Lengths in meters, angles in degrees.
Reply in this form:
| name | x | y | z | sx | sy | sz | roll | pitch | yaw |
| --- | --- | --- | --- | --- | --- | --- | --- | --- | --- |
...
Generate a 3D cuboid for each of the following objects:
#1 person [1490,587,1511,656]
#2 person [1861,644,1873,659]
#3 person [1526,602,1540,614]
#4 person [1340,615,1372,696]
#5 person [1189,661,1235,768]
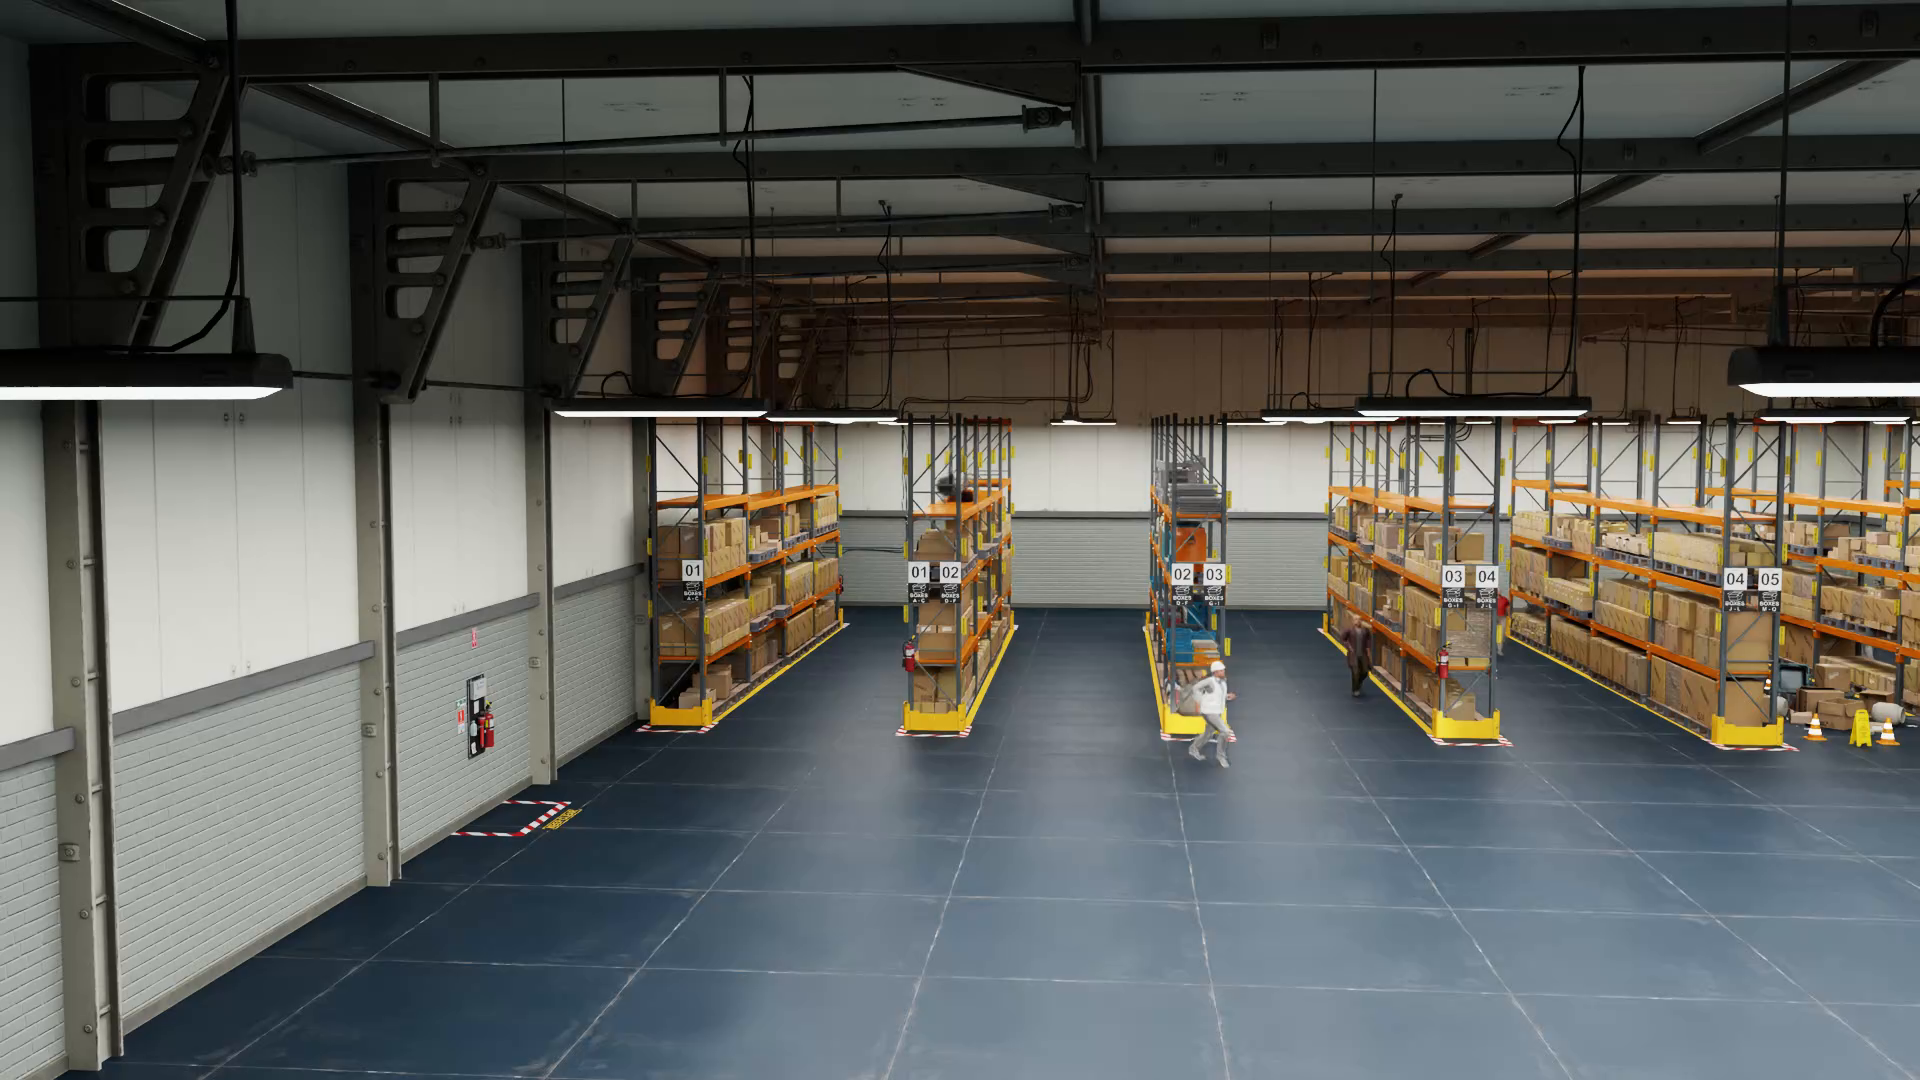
| name | x | y | z | sx | sy | sz | roll | pitch | yaw |
| --- | --- | --- | --- | --- | --- | --- | --- | --- | --- |
| person | 13.659 | 2.051 | 42.208 | 0.677 | 1.696 | 0.895 | 0 | 4 | 6 |
| person | 21.855 | 2.197 | 40.178 | 0.581 | 1.628 | 0.601 | 0 | 4 | 1 |
| person | 16.390 | 1.745 | 47.363 | 0.558 | 1.600 | 0.574 | -1 | 4 | -9 |
| person | 8.498 | 2.462 | 35.555 | 0.705 | 1.727 | 0.661 | 0 | 4 | -2 |
| person | 4.263 | 2.948 | 28.213 | 0.849 | 1.812 | 0.679 | 3 | 5 | 37 |
